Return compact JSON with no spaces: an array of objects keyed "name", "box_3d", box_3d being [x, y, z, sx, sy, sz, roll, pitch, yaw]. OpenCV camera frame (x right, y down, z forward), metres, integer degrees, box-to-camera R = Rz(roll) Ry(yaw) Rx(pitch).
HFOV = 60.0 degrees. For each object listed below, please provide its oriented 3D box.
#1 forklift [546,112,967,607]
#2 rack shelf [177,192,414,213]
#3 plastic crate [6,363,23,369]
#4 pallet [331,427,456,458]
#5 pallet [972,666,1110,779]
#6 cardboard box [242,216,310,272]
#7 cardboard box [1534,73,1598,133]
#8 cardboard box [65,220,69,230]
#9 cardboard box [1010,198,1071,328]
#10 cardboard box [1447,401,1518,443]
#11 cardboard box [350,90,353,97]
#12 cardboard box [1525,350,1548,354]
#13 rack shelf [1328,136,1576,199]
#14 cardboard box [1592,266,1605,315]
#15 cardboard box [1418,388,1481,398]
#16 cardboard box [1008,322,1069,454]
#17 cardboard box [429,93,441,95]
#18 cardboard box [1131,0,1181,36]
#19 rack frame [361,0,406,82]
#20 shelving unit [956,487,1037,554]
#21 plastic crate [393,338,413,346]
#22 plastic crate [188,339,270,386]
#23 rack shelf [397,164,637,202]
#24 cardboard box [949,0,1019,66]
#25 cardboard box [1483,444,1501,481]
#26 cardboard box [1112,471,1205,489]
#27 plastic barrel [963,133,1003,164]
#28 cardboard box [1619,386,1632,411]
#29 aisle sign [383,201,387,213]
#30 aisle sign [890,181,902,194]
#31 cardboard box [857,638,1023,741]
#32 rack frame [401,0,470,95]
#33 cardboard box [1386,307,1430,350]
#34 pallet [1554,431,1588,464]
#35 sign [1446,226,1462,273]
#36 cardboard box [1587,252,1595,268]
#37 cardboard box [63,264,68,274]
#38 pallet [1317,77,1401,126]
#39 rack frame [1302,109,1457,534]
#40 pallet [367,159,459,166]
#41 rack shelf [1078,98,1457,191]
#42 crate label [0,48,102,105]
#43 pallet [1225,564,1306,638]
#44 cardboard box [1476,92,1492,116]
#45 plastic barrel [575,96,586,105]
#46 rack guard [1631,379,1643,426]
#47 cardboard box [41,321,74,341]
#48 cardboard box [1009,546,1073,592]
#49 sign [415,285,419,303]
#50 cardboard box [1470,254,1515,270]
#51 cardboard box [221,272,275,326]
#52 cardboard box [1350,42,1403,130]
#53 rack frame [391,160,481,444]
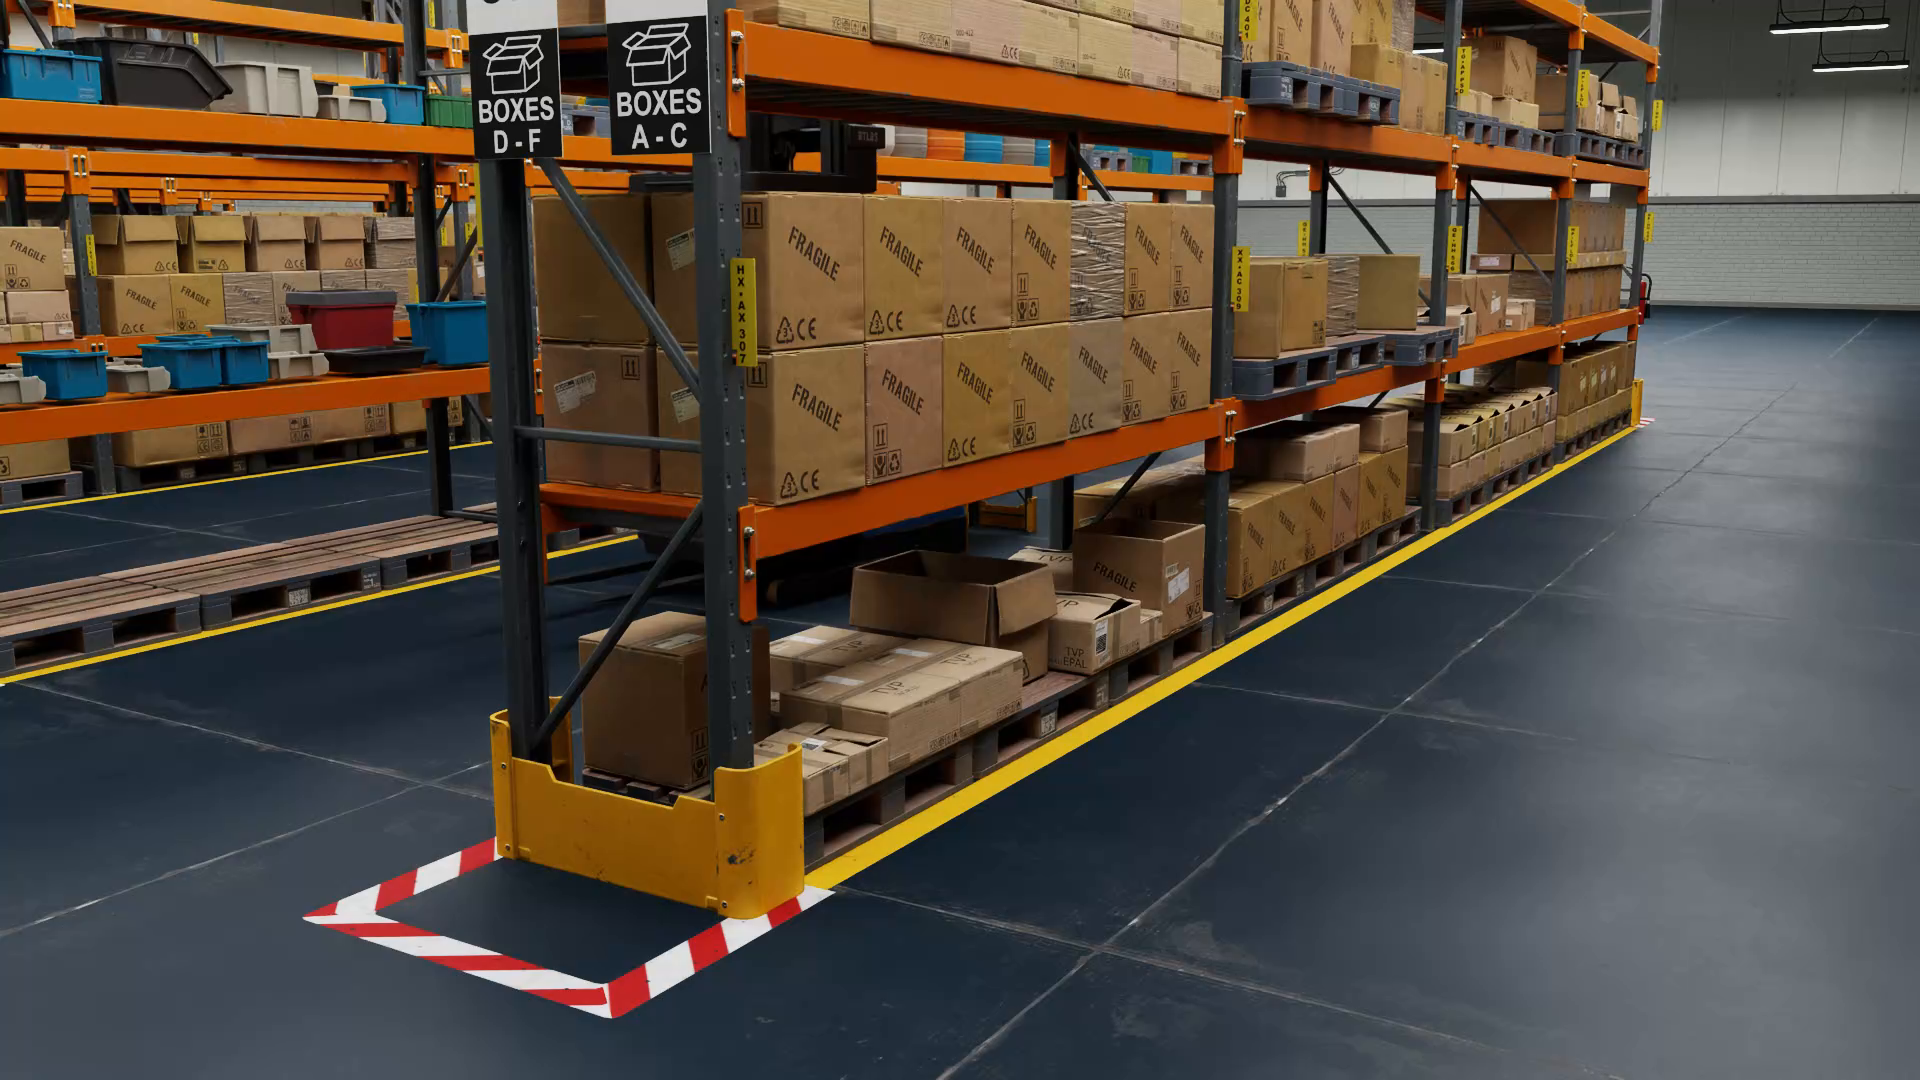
[{"name":"forklift","box_3d":[-1.267,-1.148,10.036,1.130,2.935,3.031,8,13,38]},{"name":"rack shelf","box_3d":[-10.792,-5.536,27.091,1.077,0.370,4.000,6,12,31]},{"name":"plastic crate","box_3d":[-4.926,-0.883,8.987,0.396,0.136,0.243,6,12,31]},{"name":"pallet","box_3d":[-5.911,-1.037,16.836,1.003,0.211,1.213,6,12,31]},{"name":"pallet","box_3d":[-0.039,0.723,7.436,1.003,0.211,1.213,6,12,31]},{"name":"cardboard box","box_3d":[-6.514,-2.745,15.383,0.797,0.503,0.637,7,13,33]},{"name":"cardboard box","box_3d":[5.591,-4.060,15.457,0.500,0.500,0.500,8,13,35]},{"name":"cardboard box","box_3d":[-12.853,-4.600,24.306,0.380,0.149,0.250,7,13,34]},{"name":"cardboard box","box_3d":[0.122,-1.146,6.849,0.500,0.500,0.500,6,12,30]},{"name":"cardboard box","box_3d":[4.349,-1.007,13.903,0.500,0.311,0.500,6,12,30]},{"name":"cardboard box","box_3d":[-5.692,-4.154,16.330,0.797,0.503,0.637,7,13,34]},{"name":"cardboard box","box_3d":[5.684,-1.681,16.988,0.500,0.500,0.500,6,12,31]},{"name":"rack shelf","box_3d":[4.066,-3.013,13.615,1.077,0.370,4.000,6,12,31]},{"name":"cardboard box","box_3d":[6.396,-2.652,17.613,0.700,0.500,0.500,6,12,31]},{"name":"cardboard box","box_3d":[4.412,-1.218,15.030,0.500,0.311,0.500,6,12,30]},{"name":"cardboard box","box_3d":[0.117,-0.652,6.929,0.500,0.500,0.500,7,12,31]},{"name":"cardboard box","box_3d":[-5.403,-4.393,17.401,0.500,0.500,0.500,7,13,32]},{"name":"cardboard box","box_3d":[0.668,-2.414,7.511,0.500,0.250,0.500,6,12,31]},{"name":"rack frame","box_3d":[-9.753,-7.678,28.429,1.000,3.000,0.127,6,12,31]},{"name":"shelving unit","box_3d":[0.040,-0.749,11.795,0.587,1.500,1.083,6,12,31]},{"name":"plastic crate","box_3d":[-3.644,-1.263,11.016,0.396,0.136,0.243,6,12,31]},{"name":"plastic crate","box_3d":[-4.108,-1.002,9.363,0.416,0.233,0.300,6,12,31]},{"name":"rack shelf","box_3d":[-4.399,-3.960,18.674,1.077,0.370,4.000,6,12,31]},{"name":"cardboard box","box_3d":[-0.113,-1.933,6.298,0.500,0.250,0.500,6,12,31]},{"name":"cardboard box","box_3d":[4.075,-0.648,13.512,0.500,0.250,0.500,6,12,29]},{"name":"cardboard box","box_3d":[1.226,-0.118,9.946,0.500,0.500,0.500,6,12,31]},{"name":"plastic barrel","box_3d":[0.115,-4.095,16.077,0.600,0.901,0.708,6,12,31]},{"name":"cardboard box","box_3d":[7.155,-1.578,18.479,0.500,0.250,0.500,6,12,31]},{"name":"aisle sign","box_3d":[-9.986,-6.047,28.952,0.394,0.787,0.004,6,12,31]},{"name":"aisle sign","box_3d":[-0.995,-5.042,23.584,0.394,0.787,0.004,6,12,31]},{"name":"cardboard box","box_3d":[-0.082,0.600,6.789,0.500,0.250,0.500,6,12,31]},{"name":"rack frame","box_3d":[-3.281,-4.371,10.763,1.000,3.000,0.127,6,12,31]},{"name":"cardboard box","box_3d":[3.254,-1.587,12.436,0.500,0.311,0.500,7,13,34]},{"name":"pallet","box_3d":[5.553,-0.957,16.408,1.003,0.211,1.213,6,12,31]},{"name":"sign","box_3d":[3.496,-2.058,11.777,0.100,0.325,0.005,6,12,31]},{"name":"cardboard box","box_3d":[6.210,-2.843,16.866,0.380,0.149,0.250,6,12,30]},{"name":"cardboard box","box_3d":[-10.024,-2.960,18.264,0.380,0.149,0.250,6,12,30]},{"name":"pallet","box_3d":[1.885,-2.590,9.911,1.213,0.211,1.003,6,12,31]},{"name":"rack frame","box_3d":[3.028,-1.578,12.145,1.000,3.000,0.127,6,12,31]},{"name":"pallet","box_3d":[-5.726,-3.800,16.377,1.213,0.211,1.003,7,13,33]},{"name":"rack shelf","box_3d":[1.989,-2.384,10.255,1.077,0.370,4.000,6,12,31]},{"name":"crate label","box_3d":[-4.602,-2.309,8.303,0.408,0.251,0.502,6,12,31]},{"name":"pallet","box_3d":[1.341,0.290,9.744,1.003,0.211,1.213,6,12,31]},{"name":"cardboard box","box_3d":[4.059,-3.519,13.629,0.500,0.250,0.500,5,12,26]},{"name":"plastic barrel","box_3d":[-2.980,-3.359,11.854,0.600,0.588,0.600,0,11,0]},{"name":"rack guard","box_3d":[7.193,-1.611,19.116,1.175,0.500,0.348,6,12,31]},{"name":"cardboard box","box_3d":[-7.392,-1.693,13.443,0.380,0.149,0.250,6,12,31]},{"name":"cardboard box","box_3d":[0.548,0.202,8.749,0.500,0.311,0.500,6,12,31]},{"name":"sign","box_3d":[-3.750,-1.611,11.572,0.100,0.325,0.005,6,12,31]},{"name":"cardboard box","box_3d":[5.062,-2.638,15.774,0.380,0.149,0.250,6,12,31]},{"name":"cardboard box","box_3d":[-6.541,-2.151,14.936,0.500,0.500,0.500,6,12,29]},{"name":"cardboard box","box_3d":[2.295,-2.867,10.611,0.910,0.500,0.500,6,12,31]},{"name":"rack frame","box_3d":[-5.437,-2.525,17.203,1.000,3.000,0.127,6,12,31]}]
